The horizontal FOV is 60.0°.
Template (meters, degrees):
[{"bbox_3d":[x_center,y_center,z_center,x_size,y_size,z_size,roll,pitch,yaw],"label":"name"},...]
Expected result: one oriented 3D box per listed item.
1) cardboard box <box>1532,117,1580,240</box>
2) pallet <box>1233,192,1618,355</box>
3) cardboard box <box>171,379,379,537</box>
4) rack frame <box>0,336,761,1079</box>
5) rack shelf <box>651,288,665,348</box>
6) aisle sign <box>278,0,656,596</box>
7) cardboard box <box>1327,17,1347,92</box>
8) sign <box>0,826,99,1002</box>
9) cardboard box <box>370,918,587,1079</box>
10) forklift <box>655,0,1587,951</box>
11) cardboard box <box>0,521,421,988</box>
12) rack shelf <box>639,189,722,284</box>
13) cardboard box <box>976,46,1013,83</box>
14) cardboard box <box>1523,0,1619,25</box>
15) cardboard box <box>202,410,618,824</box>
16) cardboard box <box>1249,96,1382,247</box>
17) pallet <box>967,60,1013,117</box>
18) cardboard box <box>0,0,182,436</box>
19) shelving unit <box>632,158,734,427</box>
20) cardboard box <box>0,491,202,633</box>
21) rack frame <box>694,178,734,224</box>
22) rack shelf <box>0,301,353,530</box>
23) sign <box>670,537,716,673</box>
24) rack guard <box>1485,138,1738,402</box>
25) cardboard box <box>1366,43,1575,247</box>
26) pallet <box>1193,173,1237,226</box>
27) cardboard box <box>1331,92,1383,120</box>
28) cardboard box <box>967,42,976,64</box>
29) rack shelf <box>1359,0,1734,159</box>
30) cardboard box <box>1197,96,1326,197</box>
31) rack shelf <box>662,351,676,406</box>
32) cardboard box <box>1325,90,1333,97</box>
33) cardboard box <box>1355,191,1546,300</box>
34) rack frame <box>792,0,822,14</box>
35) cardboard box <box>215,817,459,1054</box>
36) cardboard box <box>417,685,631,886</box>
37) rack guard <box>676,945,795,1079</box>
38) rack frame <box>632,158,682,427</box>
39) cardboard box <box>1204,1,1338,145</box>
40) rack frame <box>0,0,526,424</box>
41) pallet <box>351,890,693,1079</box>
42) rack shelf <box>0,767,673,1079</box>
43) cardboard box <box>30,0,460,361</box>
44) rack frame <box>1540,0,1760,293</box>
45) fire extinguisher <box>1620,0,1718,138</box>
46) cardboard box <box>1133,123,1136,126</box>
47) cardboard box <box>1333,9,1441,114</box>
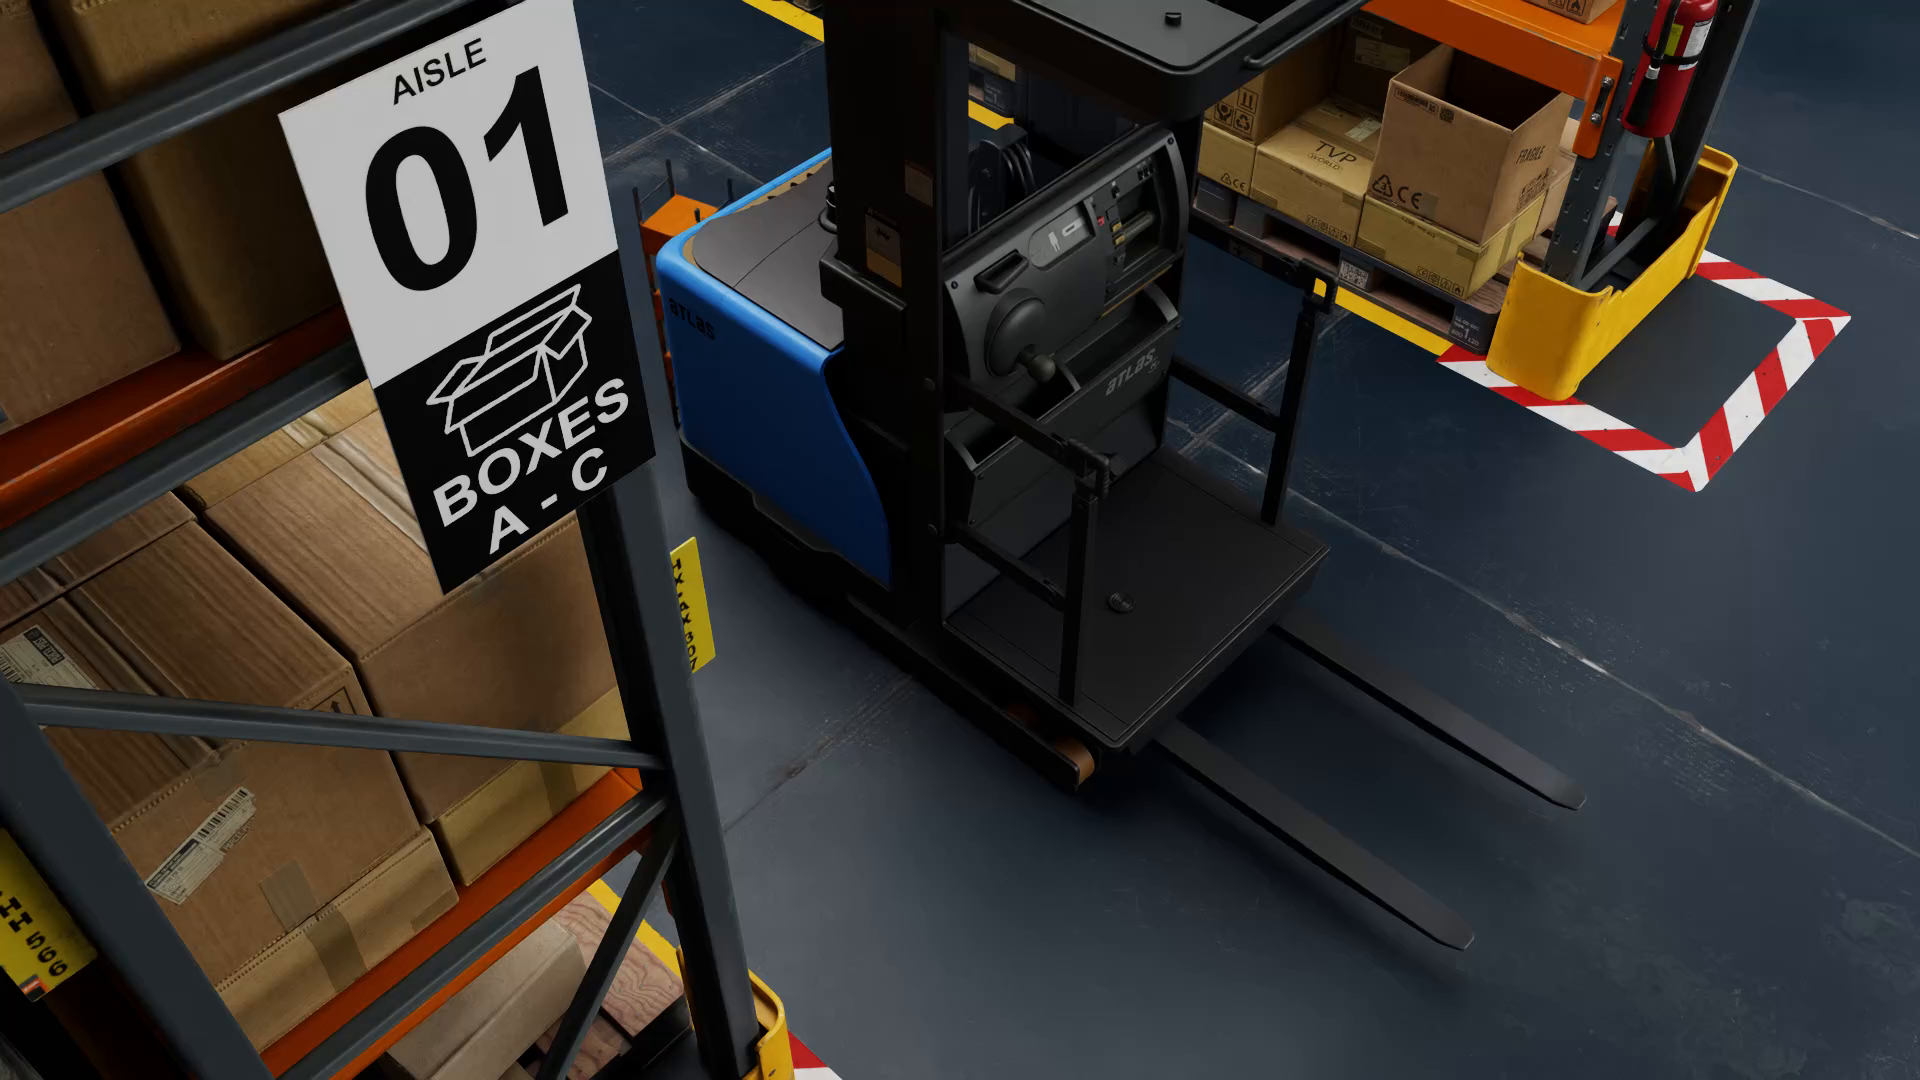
[{"bbox_3d":[2.253,-1.523,6.721,0.500,0.250,0.500,34,55,28],"label":"cardboard box"},{"bbox_3d":[1.905,-1.338,6.861,1.213,0.211,1.003,34,55,28],"label":"pallet"},{"bbox_3d":[-1.365,-0.140,3.399,0.500,0.500,0.500,34,55,28],"label":"cardboard box"},{"bbox_3d":[-0.861,0.719,3.017,0.127,3.000,1.000,34,55,28],"label":"rack frame"},{"bbox_3d":[-0.898,-0.790,5.785,0.240,0.259,0.215,22,51,19],"label":"rack shelf"},{"bbox_3d":[-0.605,-0.296,2.187,0.004,0.787,0.394,34,55,28],"label":"aisle sign"},{"bbox_3d":[1.508,-2.267,6.904,0.500,0.500,0.500,34,55,28],"label":"cardboard box"},{"bbox_3d":[-1.252,0.502,2.210,0.005,0.325,0.100,34,55,28],"label":"sign"},{"bbox_3d":[-1.309,1.099,4.204,0.500,0.311,0.500,28,53,24],"label":"cardboard box"},{"bbox_3d":[0.460,-0.690,4.387,3.031,2.935,1.130,34,56,28],"label":"forklift"},{"bbox_3d":[-1.352,0.388,2.903,0.500,0.500,0.500,33,55,27],"label":"cardboard box"},{"bbox_3d":[-0.900,-0.984,5.577,0.240,0.259,0.215,22,51,19],"label":"rack shelf"},{"bbox_3d":[0.419,-2.225,7.380,0.500,0.250,0.500,34,55,28],"label":"cardboard box"},{"bbox_3d":[2.161,-2.208,5.697,0.500,0.500,0.700,34,55,28],"label":"cardboard box"},{"bbox_3d":[-1.008,0.110,3.164,0.500,0.500,0.500,34,55,28],"label":"cardboard box"},{"bbox_3d":[1.526,-1.487,6.686,0.500,0.250,0.500,34,55,28],"label":"cardboard box"},{"bbox_3d":[0.112,-2.544,7.994,1.213,0.211,1.003,34,55,28],"label":"pallet"},{"bbox_3d":[-1.340,-0.419,1.946,0.500,0.500,0.500,-34,56,-28],"label":"cardboard box"},{"bbox_3d":[-0.899,-0.798,5.777,0.252,1.050,0.215,22,51,19],"label":"shelving unit"},{"bbox_3d":[-1.715,0.134,3.142,0.500,0.500,0.500,35,56,28],"label":"cardboard box"},{"bbox_3d":[-0.792,-0.755,5.736,0.008,1.050,0.200,22,51,19],"label":"rack frame"},{"bbox_3d":[-2.331,-1.050,3.115,4.000,0.370,1.077,34,55,28],"label":"rack shelf"},{"bbox_3d":[-0.493,0.132,2.975,0.005,0.325,0.100,34,55,28],"label":"sign"},{"bbox_3d":[2.513,-1.069,6.411,0.348,0.500,1.175,34,55,28],"label":"rack guard"},{"bbox_3d":[1.900,-1.502,6.186,0.500,0.500,0.500,34,55,28],"label":"cardboard box"},{"bbox_3d":[1.013,-1.941,7.428,1.213,0.211,1.003,34,55,28],"label":"pallet"},{"bbox_3d":[1.883,-1.769,6.951,0.500,0.250,0.500,34,55,28],"label":"cardboard box"},{"bbox_3d":[0.056,-2.475,7.615,0.500,0.250,0.500,34,55,28],"label":"cardboard box"},{"bbox_3d":[1.026,-2.679,6.701,4.000,0.370,1.077,34,55,28],"label":"rack shelf"},{"bbox_3d":[1.157,-1.733,6.918,0.500,0.250,0.500,34,55,28],"label":"cardboard box"},{"bbox_3d":[-0.897,-0.601,5.988,0.240,0.259,0.215,22,51,19],"label":"rack shelf"},{"bbox_3d":[1.516,-2.016,7.184,0.500,0.250,0.500,34,55,28],"label":"cardboard box"},{"bbox_3d":[1.901,-1.246,6.460,0.500,0.250,0.500,34,55,28],"label":"cardboard box"},{"bbox_3d":[-0.444,-3.914,7.368,0.127,3.000,1.000,34,55,28],"label":"rack frame"},{"bbox_3d":[-1.336,0.636,3.184,0.500,0.250,0.500,35,56,28],"label":"cardboard box"},{"bbox_3d":[-1.004,0.352,3.451,0.500,0.250,0.500,32,55,27],"label":"cardboard box"},{"bbox_3d":[-0.917,1.537,3.964,0.348,0.500,1.175,34,55,28],"label":"rack guard"},{"bbox_3d":[-1.006,-0.840,5.818,0.008,1.050,0.200,22,51,19],"label":"rack frame"},{"bbox_3d":[1.155,-1.988,6.643,0.500,0.500,0.500,34,55,28],"label":"cardboard box"},{"bbox_3d":[-0.861,-1.334,0.830,0.127,3.000,1.000,34,55,28],"label":"rack frame"},{"bbox_3d":[-1.490,1.215,4.464,1.213,0.211,1.003,34,55,28],"label":"pallet"},{"bbox_3d":[-2.331,-0.024,4.208,4.000,0.370,1.077,34,55,28],"label":"rack shelf"},{"bbox_3d":[-0.937,-0.648,2.161,0.500,0.500,0.500,35,56,29],"label":"cardboard box"},{"bbox_3d":[2.496,-1.937,5.511,0.127,3.000,1.000,34,55,28],"label":"rack frame"},{"bbox_3d":[2.268,-1.603,5.250,0.183,0.674,0.296,34,55,28],"label":"fire extinguisher"},{"bbox_3d":[0.791,-1.981,7.151,0.500,0.250,0.500,34,55,28],"label":"cardboard box"},{"bbox_3d":[1.884,-2.026,6.679,0.500,0.500,0.500,34,55,28],"label":"cardboard box"}]
